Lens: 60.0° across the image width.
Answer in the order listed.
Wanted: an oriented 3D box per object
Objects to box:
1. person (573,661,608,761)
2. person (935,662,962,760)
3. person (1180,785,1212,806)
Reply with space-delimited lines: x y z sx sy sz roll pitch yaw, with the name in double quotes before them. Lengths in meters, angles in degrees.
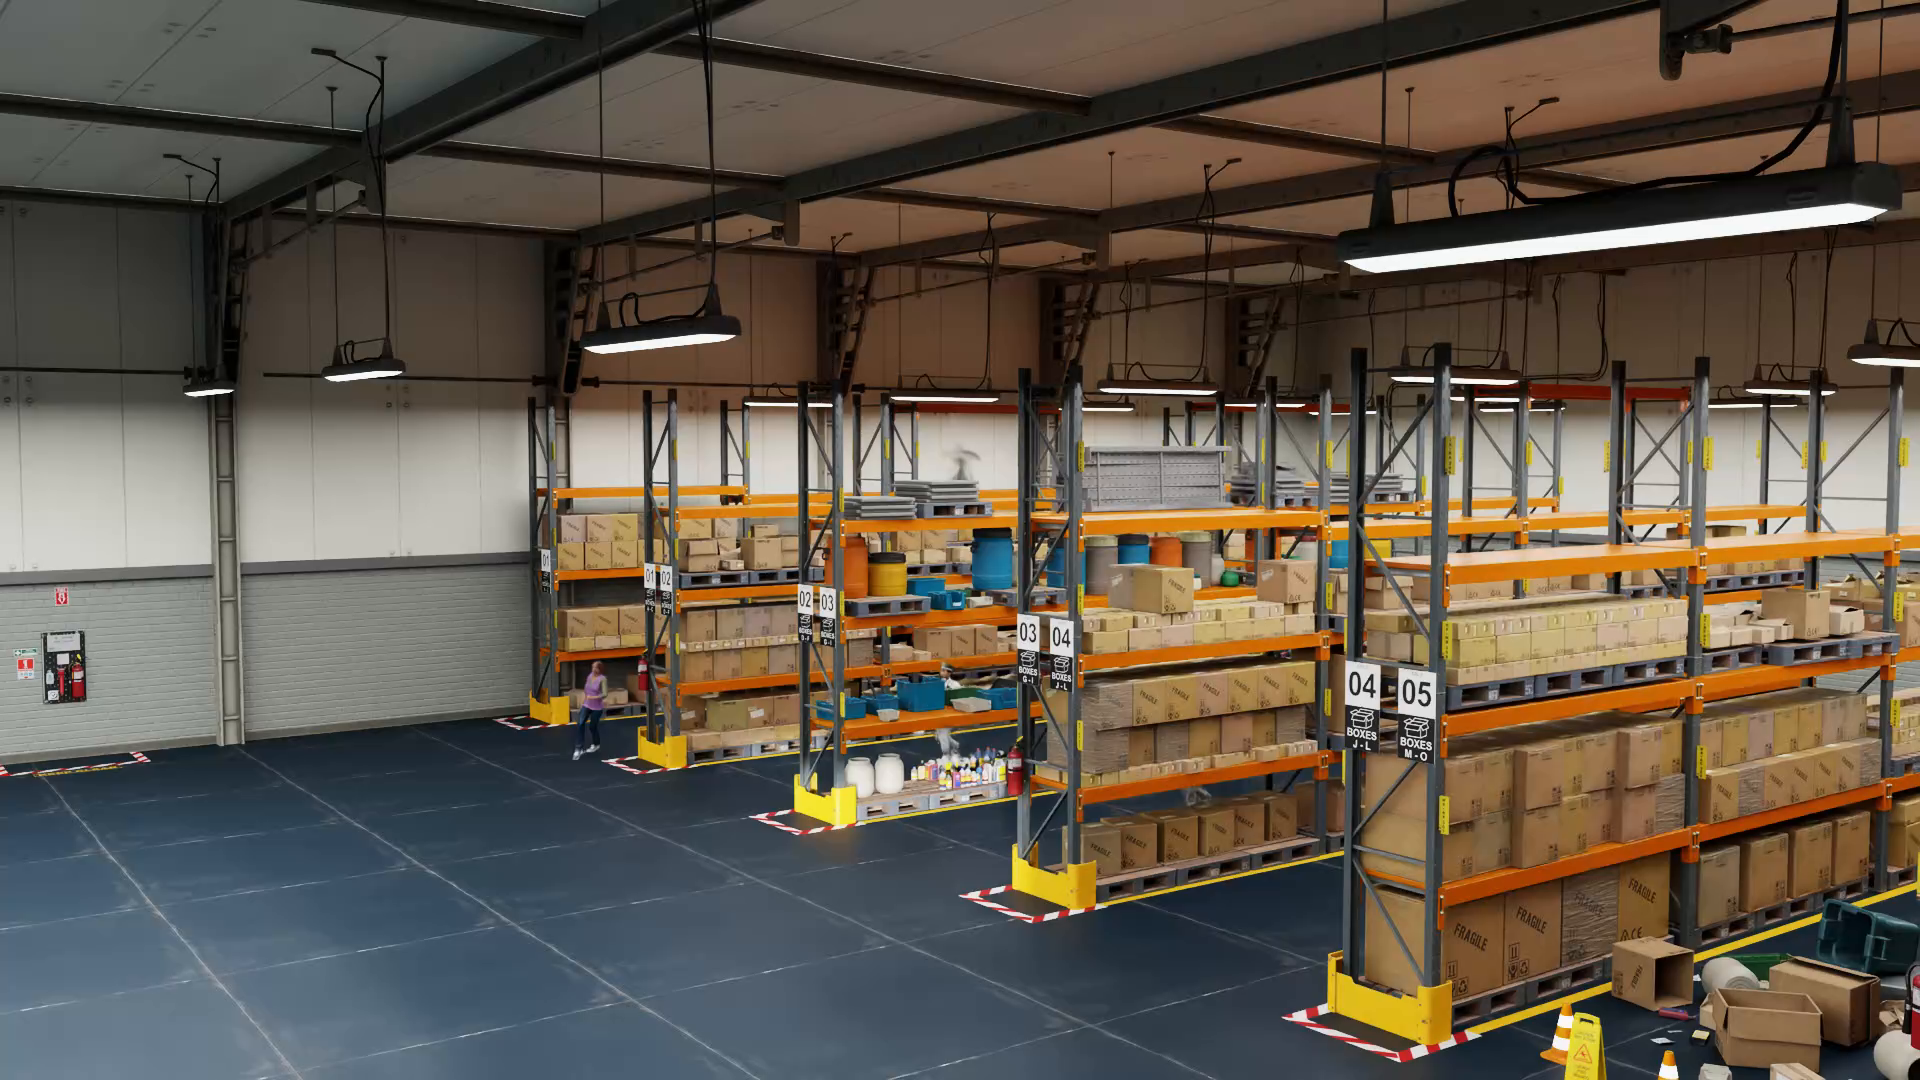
"person" -5.984 2.760 27.151 0.538 1.585 0.756 1 4 16
"person" -0.153 2.775 26.555 0.642 1.670 0.579 3 5 44
"person" 3.183 2.958 22.375 0.688 1.757 0.827 3 5 44
